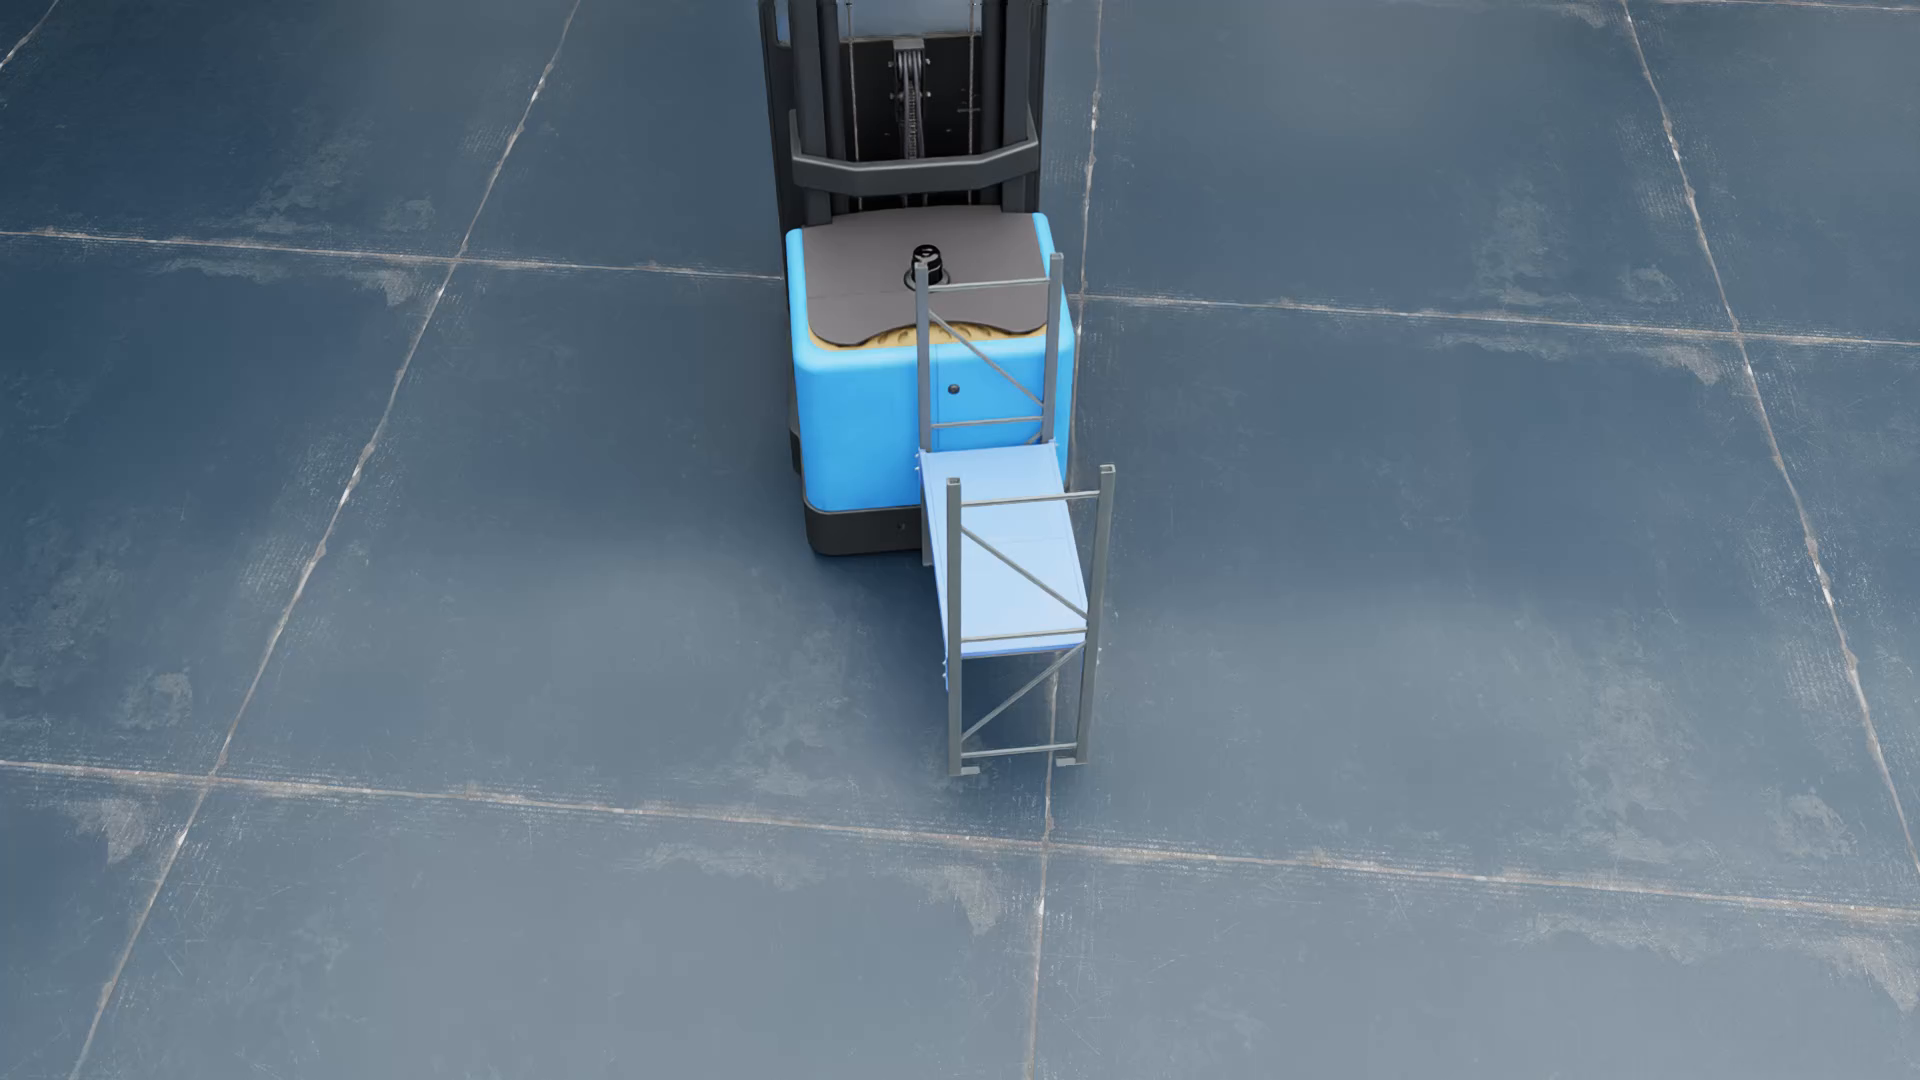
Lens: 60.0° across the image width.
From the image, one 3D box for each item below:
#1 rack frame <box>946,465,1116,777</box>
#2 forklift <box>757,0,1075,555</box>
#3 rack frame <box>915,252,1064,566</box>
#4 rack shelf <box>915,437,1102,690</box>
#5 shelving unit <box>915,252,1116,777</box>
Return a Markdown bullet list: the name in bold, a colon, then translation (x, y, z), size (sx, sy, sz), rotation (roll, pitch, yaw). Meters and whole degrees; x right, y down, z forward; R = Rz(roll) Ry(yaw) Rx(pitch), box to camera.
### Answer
- **rack frame**: translation (0.209, 0.314, 5.446), size (0.500, 1.500, 0.032), rotation (-5, 48, -4)
- **forklift**: translation (-0.241, -2.025, 6.615), size (1.130, 2.935, 3.031), rotation (-5, 48, -4)
- **rack frame**: translation (0.099, -0.432, 6.129), size (0.500, 1.500, 0.032), rotation (-5, 48, -4)
- **rack shelf**: translation (0.154, 0.062, 5.920), size (0.538, 0.185, 1.000), rotation (-5, 48, -4)
- **shelving unit**: translation (0.154, -0.059, 5.787), size (0.538, 1.500, 1.048), rotation (-5, 48, -4)
